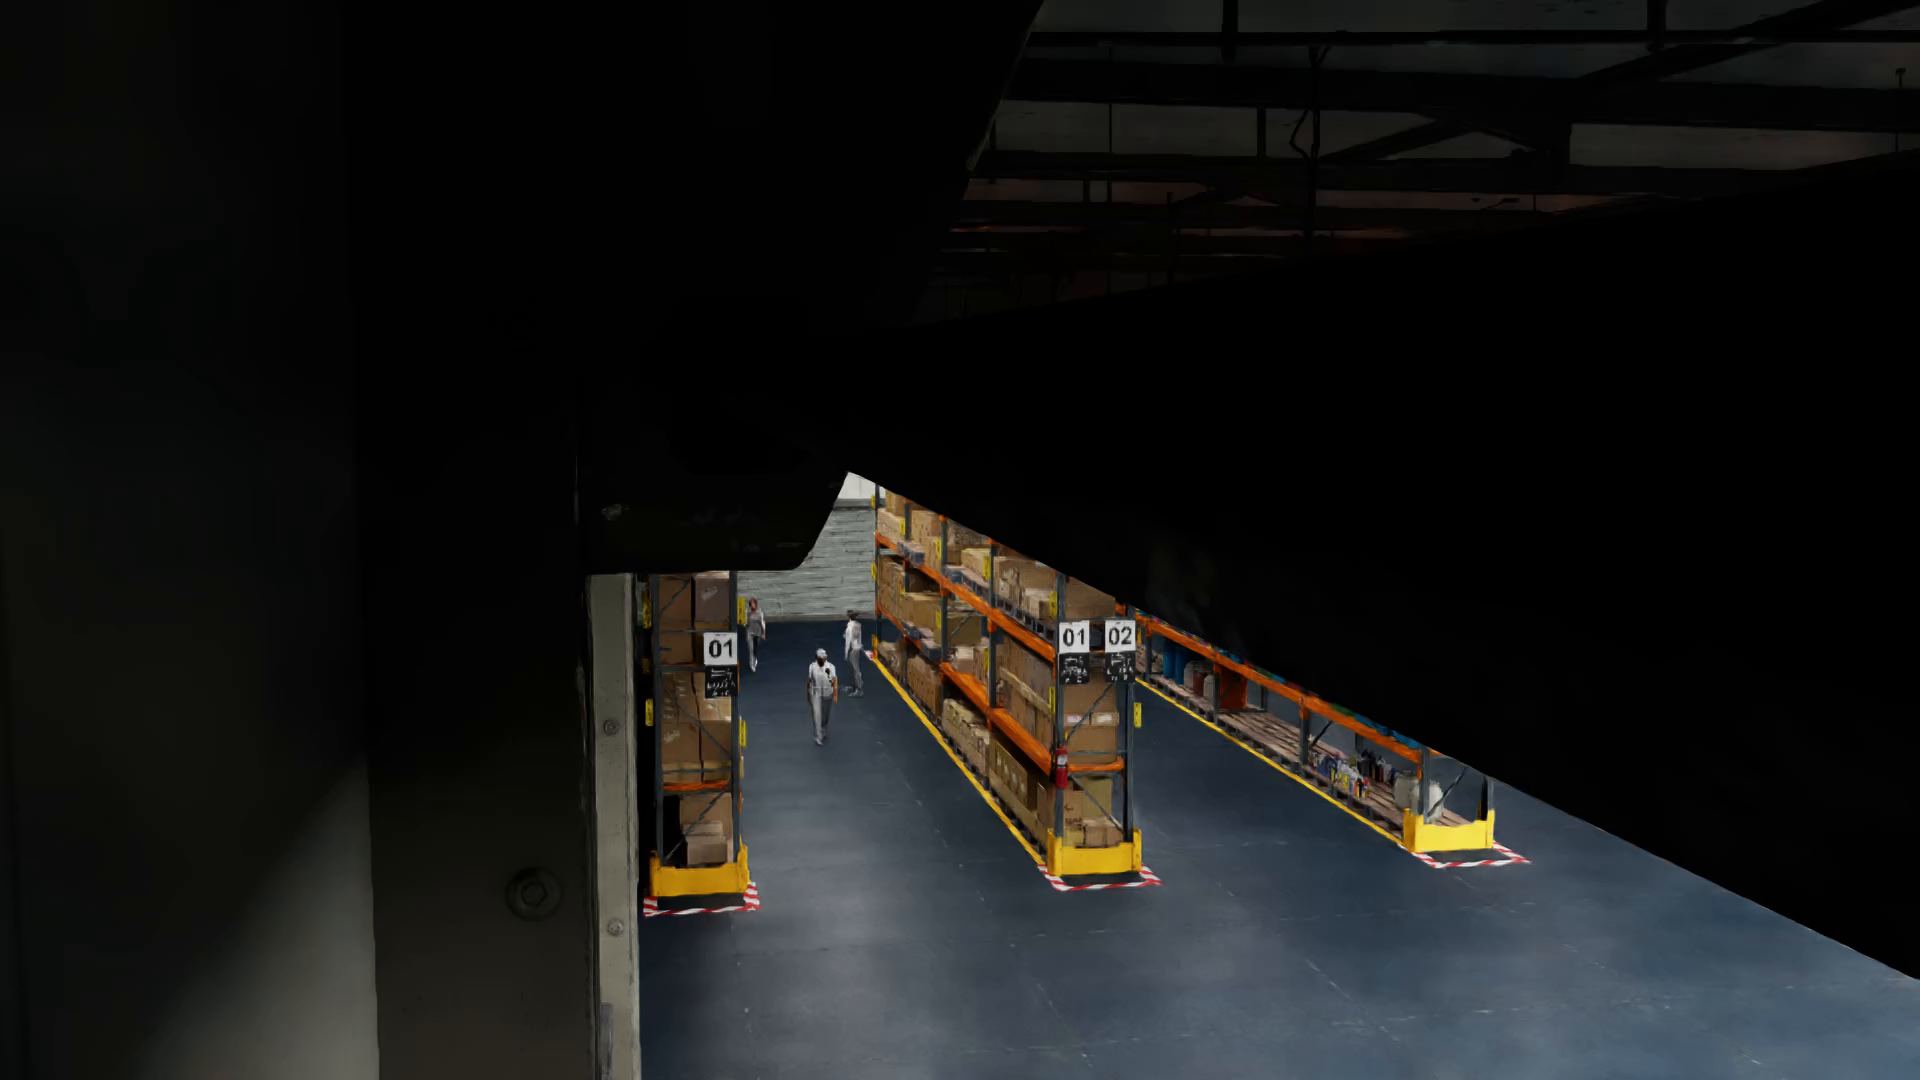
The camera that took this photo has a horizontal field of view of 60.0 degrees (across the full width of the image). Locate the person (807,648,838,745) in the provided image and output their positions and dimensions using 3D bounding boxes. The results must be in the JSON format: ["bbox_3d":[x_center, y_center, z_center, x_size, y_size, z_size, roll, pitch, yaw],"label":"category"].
[{"bbox_3d":[-2.336,2.627,28.285,0.485,1.605,1.000,-1,6,-12],"label":"person"}]

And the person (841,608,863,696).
[{"bbox_3d":[-2.105,2.164,32.401,0.544,1.667,0.572,2,6,18],"label":"person"}]

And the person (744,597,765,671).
[{"bbox_3d":[-4.329,1.958,35.078,0.432,1.539,0.947,-1,6,-12],"label":"person"}]
